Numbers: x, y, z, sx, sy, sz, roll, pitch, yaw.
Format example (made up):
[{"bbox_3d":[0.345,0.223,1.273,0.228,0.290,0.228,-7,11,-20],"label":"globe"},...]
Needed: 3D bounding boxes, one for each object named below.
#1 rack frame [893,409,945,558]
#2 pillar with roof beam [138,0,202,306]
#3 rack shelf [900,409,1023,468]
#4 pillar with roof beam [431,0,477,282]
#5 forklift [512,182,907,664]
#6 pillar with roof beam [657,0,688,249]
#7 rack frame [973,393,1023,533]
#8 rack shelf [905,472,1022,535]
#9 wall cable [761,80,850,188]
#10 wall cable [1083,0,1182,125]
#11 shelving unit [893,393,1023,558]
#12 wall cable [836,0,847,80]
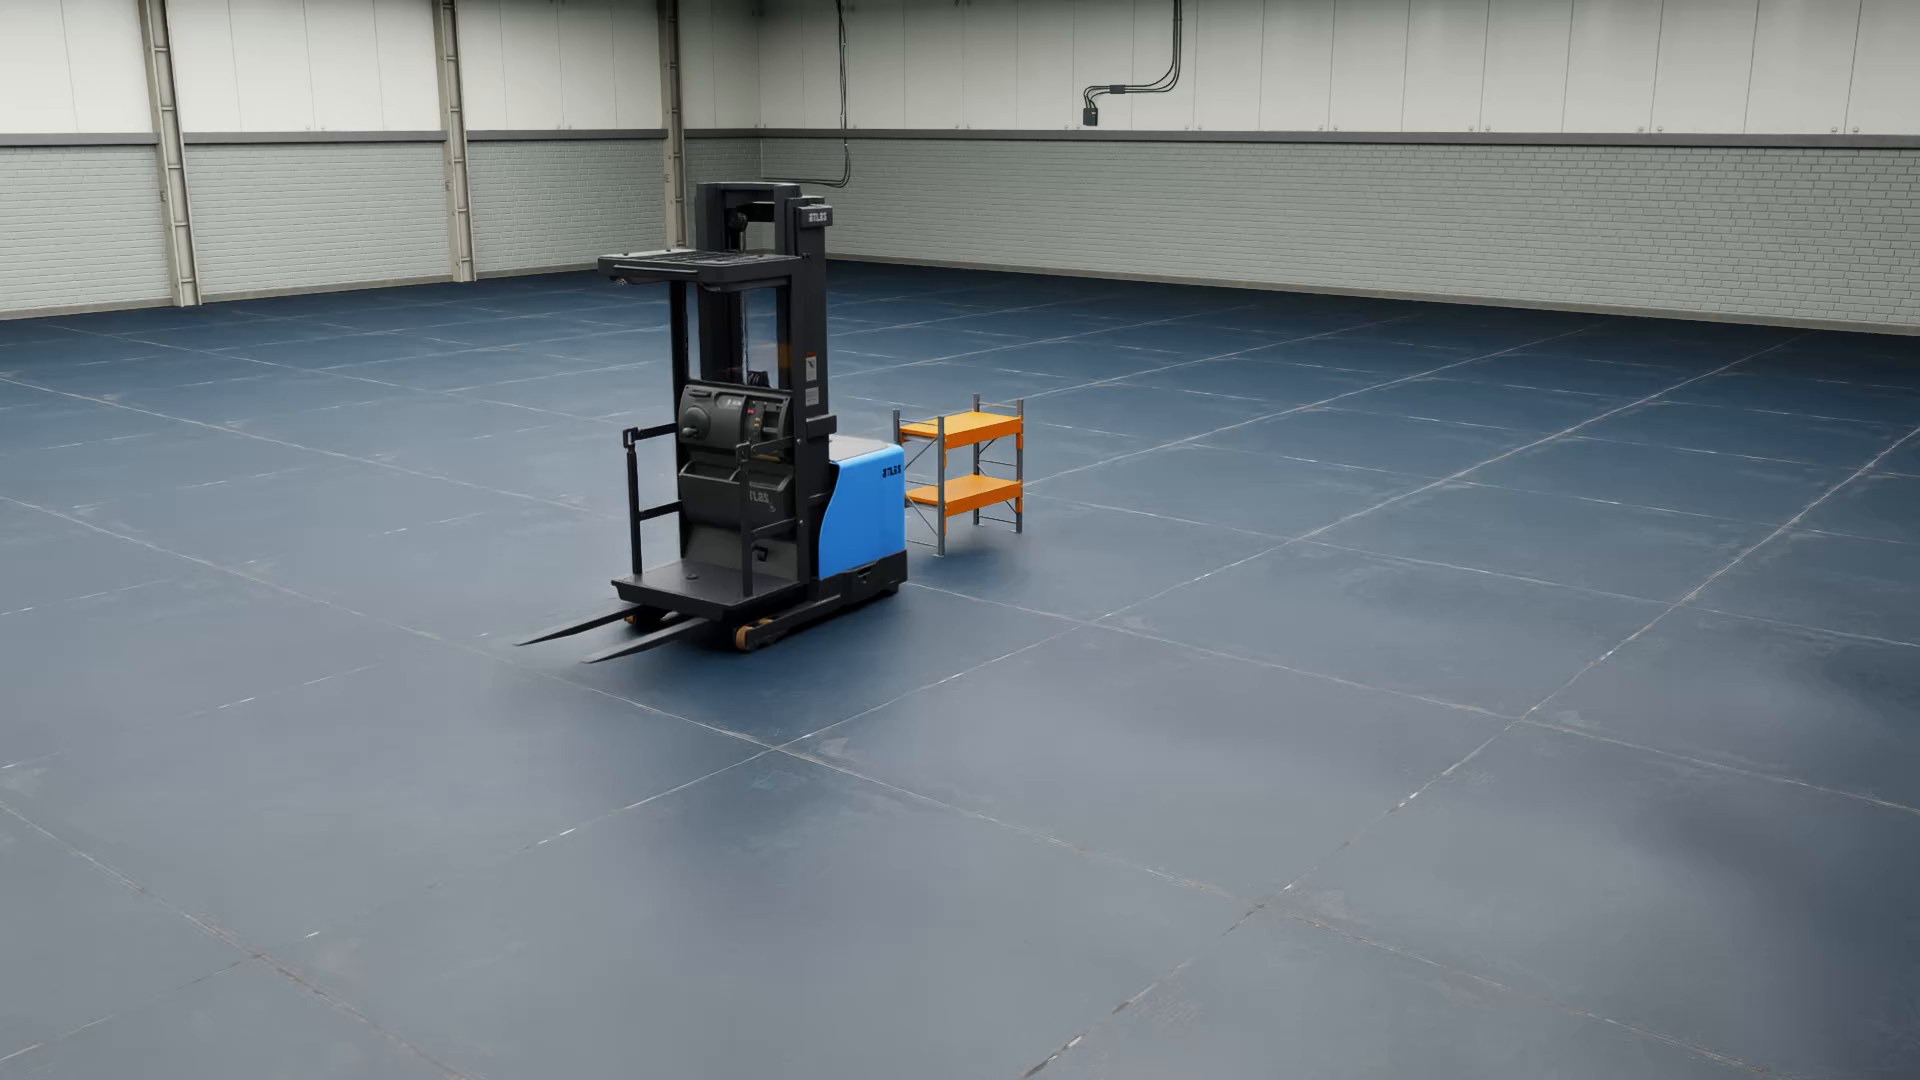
[{"bbox_3d":[-0.324,-0.447,13.096,0.500,1.125,0.032,11,18,38],"label":"rack frame"},{"bbox_3d":[-10.922,-8.037,26.983,9.100,9.000,0.400,11,18,38],"label":"pillar with roof beam"},{"bbox_3d":[-0.004,-0.828,13.407,0.538,0.278,1.000,11,18,38],"label":"rack shelf"},{"bbox_3d":[-7.151,-9.186,31.507,9.100,9.000,0.400,11,18,38],"label":"pillar with roof beam"},{"bbox_3d":[-1.629,-0.831,10.940,1.130,2.935,3.031,10,17,33],"label":"forklift"},{"bbox_3d":[-3.380,-10.335,36.030,9.100,9.000,0.400,11,18,38],"label":"pillar with roof beam"},{"bbox_3d":[0.315,-0.641,13.863,0.500,1.125,0.032,11,18,38],"label":"rack frame"},{"bbox_3d":[-0.004,-0.307,13.540,0.538,0.278,1.000,11,18,38],"label":"rack shelf"},{"bbox_3d":[-3.848,-9.856,40.450,3.097,2.526,0.112,11,18,38],"label":"wall cable"},{"bbox_3d":[3.526,-11.537,33.854,2.305,6.003,0.169,11,18,38],"label":"wall cable"},{"bbox_3d":[-0.004,-0.544,13.479,0.538,1.125,1.048,11,18,38],"label":"shelving unit"},{"bbox_3d":[-1.744,-11.885,38.180,3.097,2.526,0.112,11,18,38],"label":"wall cable"}]
